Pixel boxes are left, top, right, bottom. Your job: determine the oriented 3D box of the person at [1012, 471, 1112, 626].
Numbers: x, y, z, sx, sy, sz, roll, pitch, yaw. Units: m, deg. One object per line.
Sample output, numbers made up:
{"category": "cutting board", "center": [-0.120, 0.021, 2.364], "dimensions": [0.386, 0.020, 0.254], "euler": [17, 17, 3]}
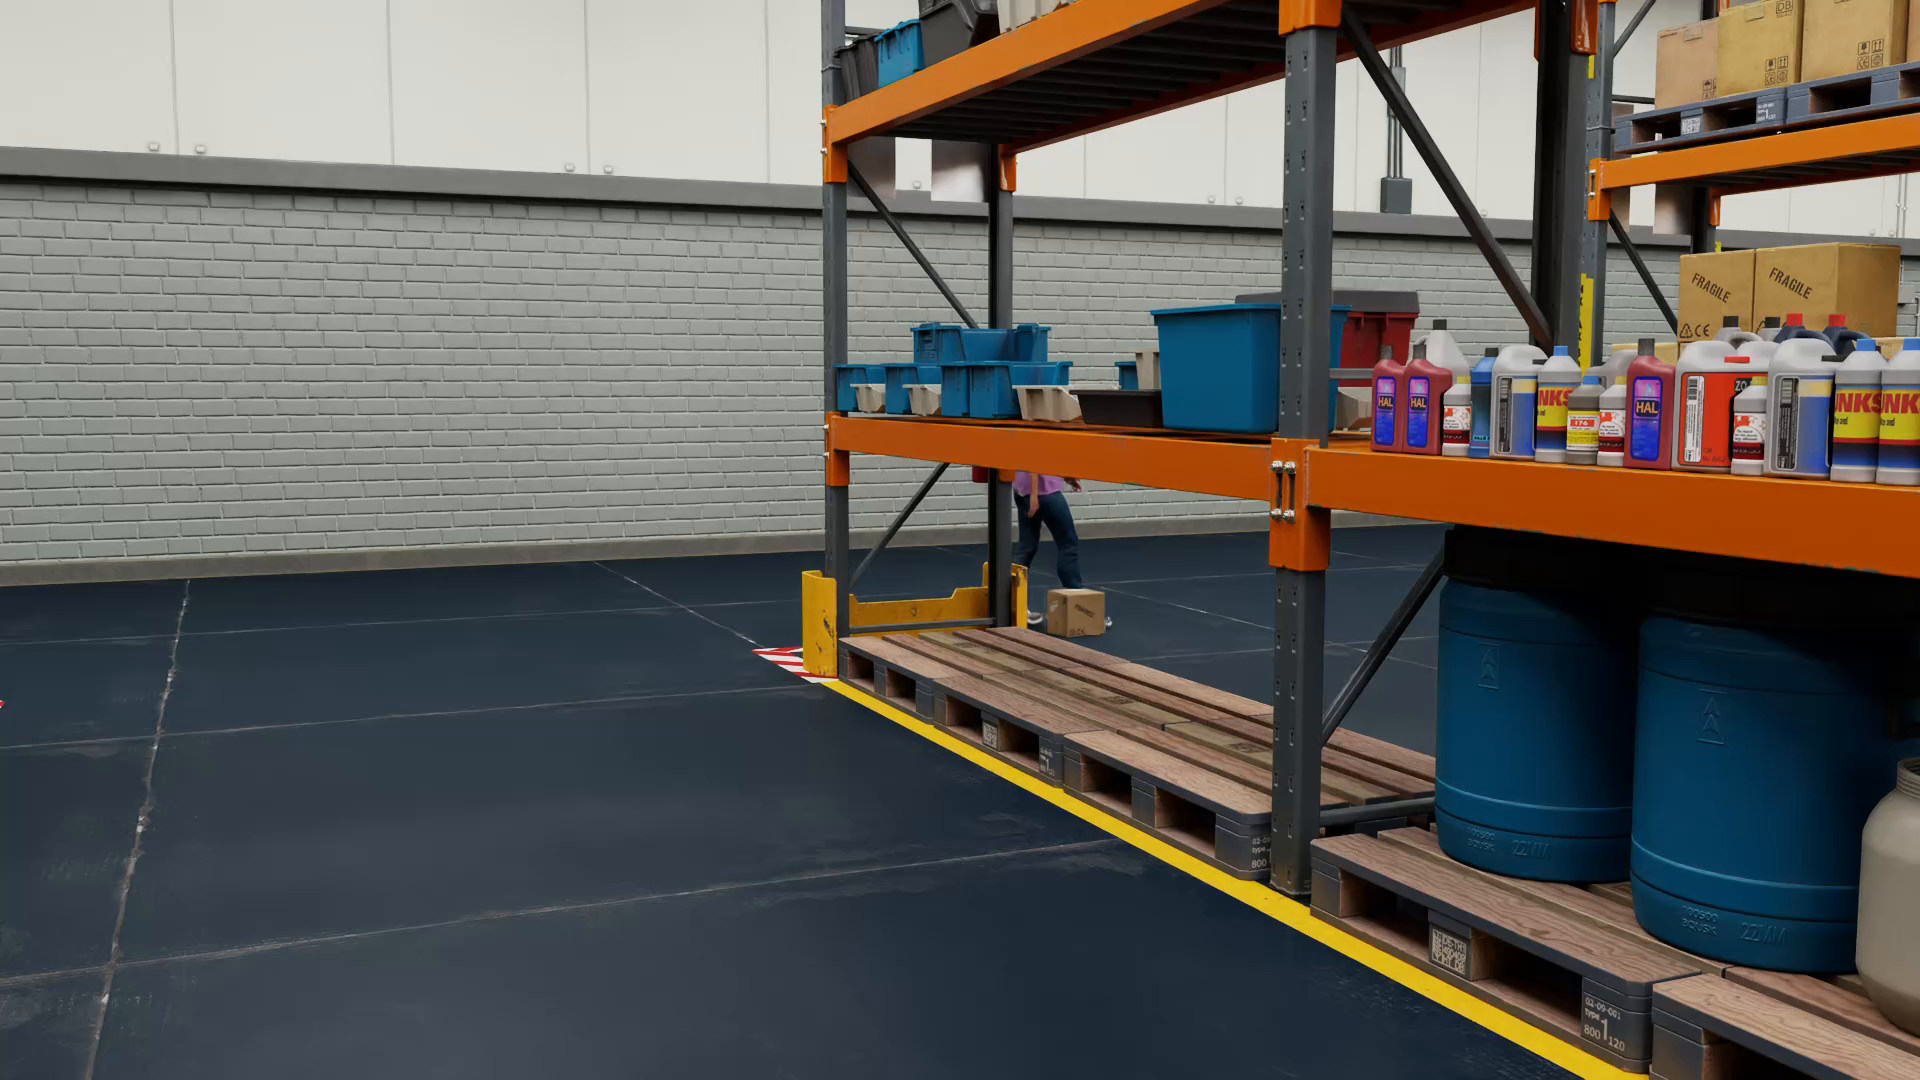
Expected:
{"category": "person", "center": [0.557, -0.275, 9.977], "dimensions": [0.646, 1.590, 0.436], "euler": [-2, 6, -21]}
